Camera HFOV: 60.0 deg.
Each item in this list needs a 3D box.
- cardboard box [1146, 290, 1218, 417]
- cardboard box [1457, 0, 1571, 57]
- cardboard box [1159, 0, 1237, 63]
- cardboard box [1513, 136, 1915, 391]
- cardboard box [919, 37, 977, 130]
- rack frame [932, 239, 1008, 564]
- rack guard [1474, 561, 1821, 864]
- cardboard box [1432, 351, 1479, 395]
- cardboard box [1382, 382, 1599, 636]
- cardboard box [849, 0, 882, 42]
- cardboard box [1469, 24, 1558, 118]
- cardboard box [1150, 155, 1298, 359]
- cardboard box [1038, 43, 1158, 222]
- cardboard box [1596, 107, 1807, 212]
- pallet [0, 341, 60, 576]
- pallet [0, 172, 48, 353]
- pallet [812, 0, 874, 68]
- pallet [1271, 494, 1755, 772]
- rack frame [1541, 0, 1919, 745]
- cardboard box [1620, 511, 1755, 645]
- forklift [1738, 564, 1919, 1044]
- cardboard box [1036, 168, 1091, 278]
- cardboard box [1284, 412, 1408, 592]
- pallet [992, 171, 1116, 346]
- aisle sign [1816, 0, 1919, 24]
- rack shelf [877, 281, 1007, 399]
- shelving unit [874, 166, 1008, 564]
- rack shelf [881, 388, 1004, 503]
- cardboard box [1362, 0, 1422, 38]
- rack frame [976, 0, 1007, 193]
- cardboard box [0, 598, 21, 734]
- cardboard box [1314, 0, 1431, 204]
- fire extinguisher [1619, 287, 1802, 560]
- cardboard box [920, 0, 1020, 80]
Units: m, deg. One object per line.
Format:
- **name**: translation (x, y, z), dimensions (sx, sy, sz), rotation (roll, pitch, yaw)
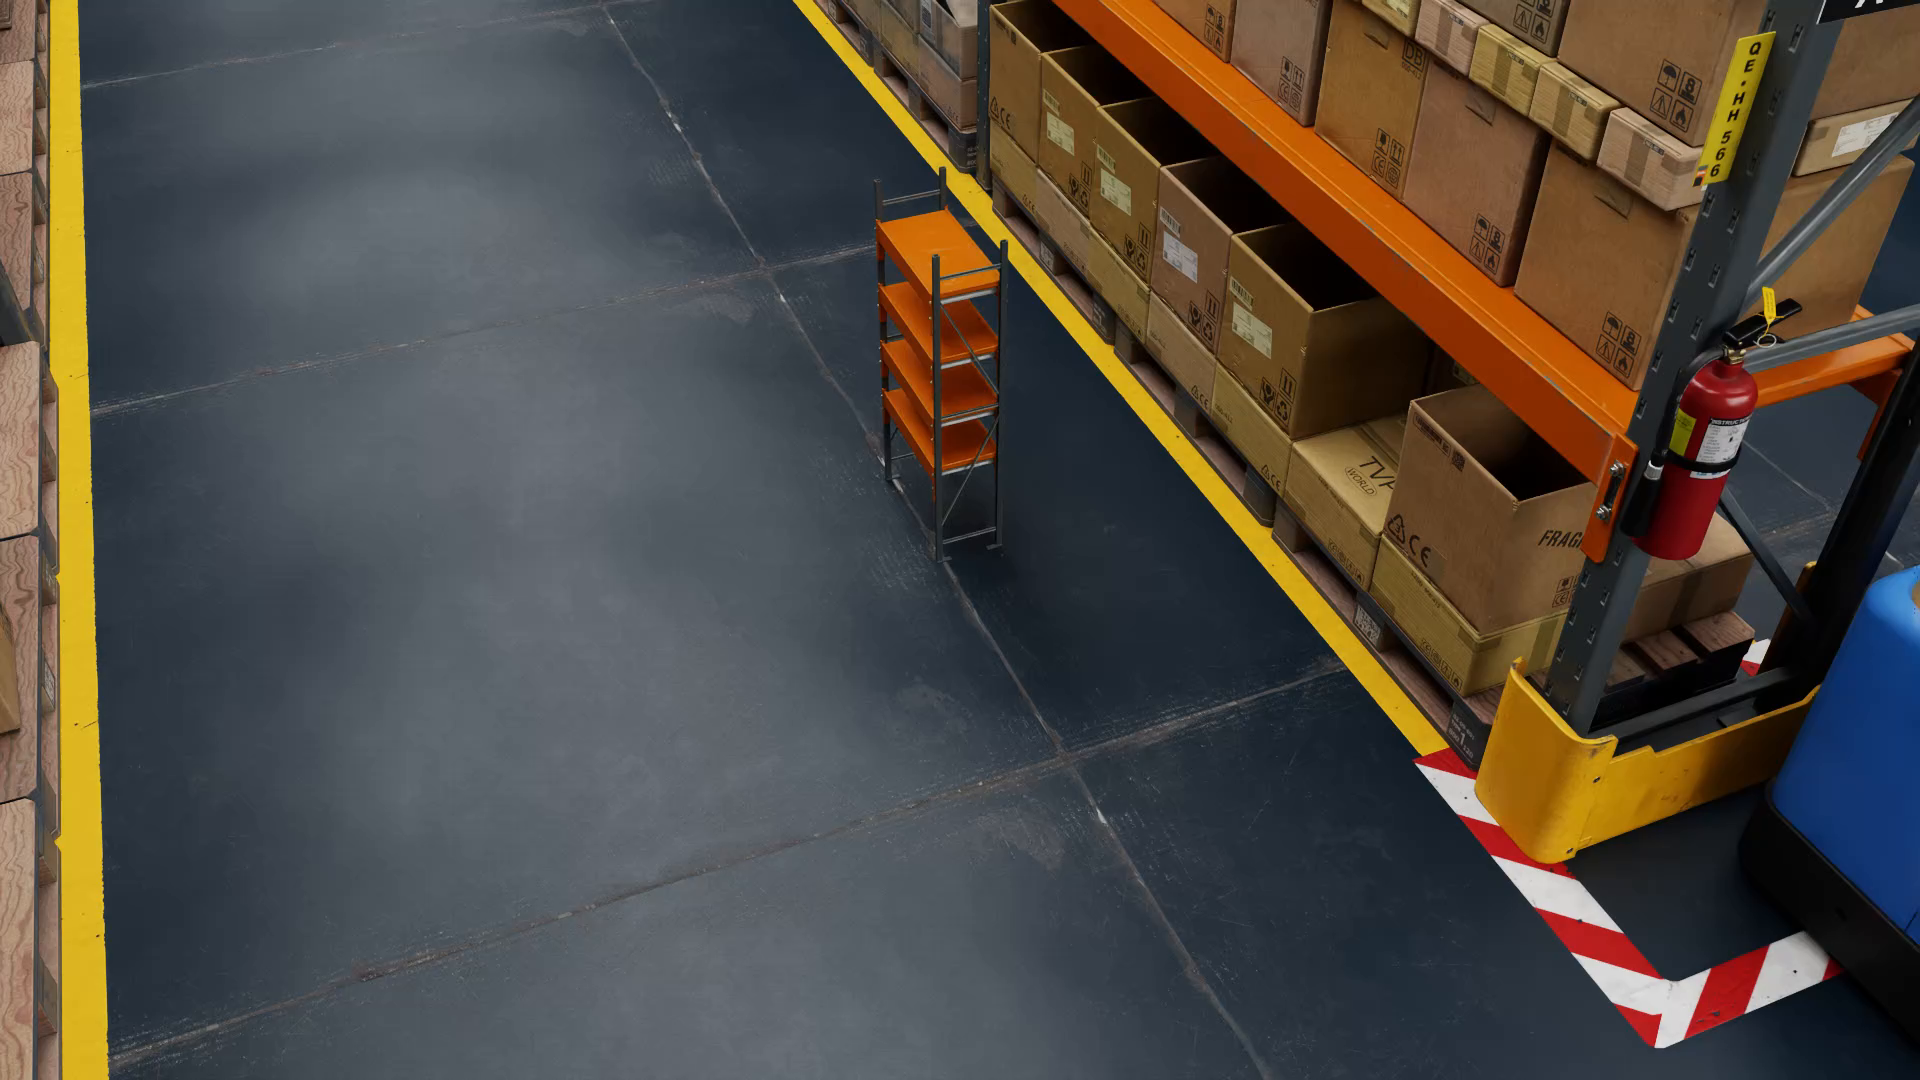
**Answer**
- **cardboard box**: translation (1.025, -0.741, 6.098), dimensions (0.500, 0.250, 0.500), rotation (-15, 43, -17)
- **cardboard box**: translation (1.695, -1.636, 4.280), dimensions (0.700, 0.500, 0.500), rotation (-16, 43, -18)
- **cardboard box**: translation (1.130, -2.037, 5.741), dimensions (0.700, 0.500, 0.500), rotation (-14, 43, -16)
- **cardboard box**: translation (1.922, -0.797, 4.299), dimensions (0.700, 0.500, 0.500), rotation (-15, 43, -17)
- **cardboard box**: translation (0.131, -2.178, 7.769), dimensions (0.500, 0.250, 0.500), rotation (-16, 43, -17)
- **rack frame**: translation (0.030, -0.408, 5.304), dimensions (0.240, 1.200, 0.015), rotation (-15, 43, -17)
- **rack guard**: translation (2.098, 0.488, 4.799), dimensions (1.175, 0.500, 0.348), rotation (-15, 43, -17)
- **cardboard box**: translation (1.896, -0.555, 5.306), dimensions (0.500, 0.500, 0.500), rotation (-15, 43, -17)
- **cardboard box**: translation (1.608, -0.124, 4.805), dimensions (0.500, 0.500, 0.500), rotation (-15, 43, -17)
- **cardboard box**: translation (-0.257, -2.791, 8.482), dimensions (0.500, 0.250, 0.500), rotation (-14, 43, -16)
- **cardboard box**: translation (1.567, -1.252, 4.331), dimensions (0.380, 0.149, 0.250), rotation (-16, 43, -17)
- **cardboard box**: translation (1.022, -1.024, 5.852), dimensions (0.500, 0.500, 0.500), rotation (-15, 43, -17)
- **cardboard box**: translation (0.645, -1.628, 6.554), dimensions (0.500, 0.500, 0.500), rotation (-15, 43, -17)
- **cardboard box**: translation (1.766, -0.941, 3.969), dimensions (0.380, 0.149, 0.250), rotation (-16, 43, -18)
- **pallet**: translation (-3.728, -0.193, 5.812), dimensions (1.003, 0.211, 1.213), rotation (-15, 43, -17)
- **pallet**: translation (-4.317, -1.057, 6.817), dimensions (1.003, 0.211, 1.213), rotation (-15, 43, -17)
- **pallet**: translation (-0.231, -2.997, 9.073), dimensions (1.003, 0.211, 1.213), rotation (-15, 43, -17)
- **pallet**: translation (1.757, 0.133, 5.434), dimensions (1.003, 0.211, 1.213), rotation (-15, 43, -17)
- **rack frame**: translation (2.088, -0.474, 4.001), dimensions (1.000, 3.000, 0.127), rotation (-15, 43, -17)
- **cardboard box**: translation (2.089, 0.030, 5.201), dimensions (0.500, 0.250, 0.500), rotation (-15, 43, -17)
- **forklift**: translation (3.728, -0.287, 3.836), dimensions (3.031, 2.935, 1.130), rotation (-16, 43, -18)
- **cardboard box**: translation (0.642, -1.343, 6.798), dimensions (0.500, 0.250, 0.500), rotation (-15, 43, -17)
- **cardboard box**: translation (1.408, -0.139, 5.397), dimensions (0.500, 0.250, 0.500), rotation (-15, 43, -17)
- **pallet**: translation (0.824, -1.337, 7.143), dimensions (1.003, 0.211, 1.213), rotation (-15, 43, -17)
- **aisle sign**: translation (1.842, -1.347, 3.022), dimensions (0.394, 0.787, 0.004), rotation (-15, 43, -17)
- **rack shelf**: translation (-0.063, -0.673, 5.373), dimensions (0.258, 0.148, 0.480), rotation (-15, 43, -17)
- **shelving unit**: translation (-0.063, -0.555, 5.475), dimensions (0.258, 1.200, 0.503), rotation (-15, 43, -17)
- **rack shelf**: translation (-0.063, -0.353, 5.648), dimensions (0.258, 0.148, 0.480), rotation (-15, 43, -17)
- **cardboard box**: translation (1.372, -1.562, 4.692), dimensions (0.380, 0.149, 0.250), rotation (-14, 43, -16)
- **rack frame**: translation (0.558, -2.884, 6.803), dimensions (1.000, 3.000, 0.127), rotation (-15, 43, -17)
- **cardboard box**: translation (-3.121, 0.308, 4.671), dimensions (0.700, 0.500, 0.500), rotation (-18, 44, -20)
- **cardboard box**: translation (1.532, -1.412, 5.015), dimensions (0.700, 0.500, 0.500), rotation (-15, 43, -17)
- **fire extinguisher**: translation (1.704, -0.258, 3.809), dimensions (0.296, 0.674, 0.183), rotation (-15, 43, -17)
- **cardboard box**: translation (0.138, -2.386, 7.580), dimensions (0.500, 0.311, 0.500), rotation (-15, 43, -17)
